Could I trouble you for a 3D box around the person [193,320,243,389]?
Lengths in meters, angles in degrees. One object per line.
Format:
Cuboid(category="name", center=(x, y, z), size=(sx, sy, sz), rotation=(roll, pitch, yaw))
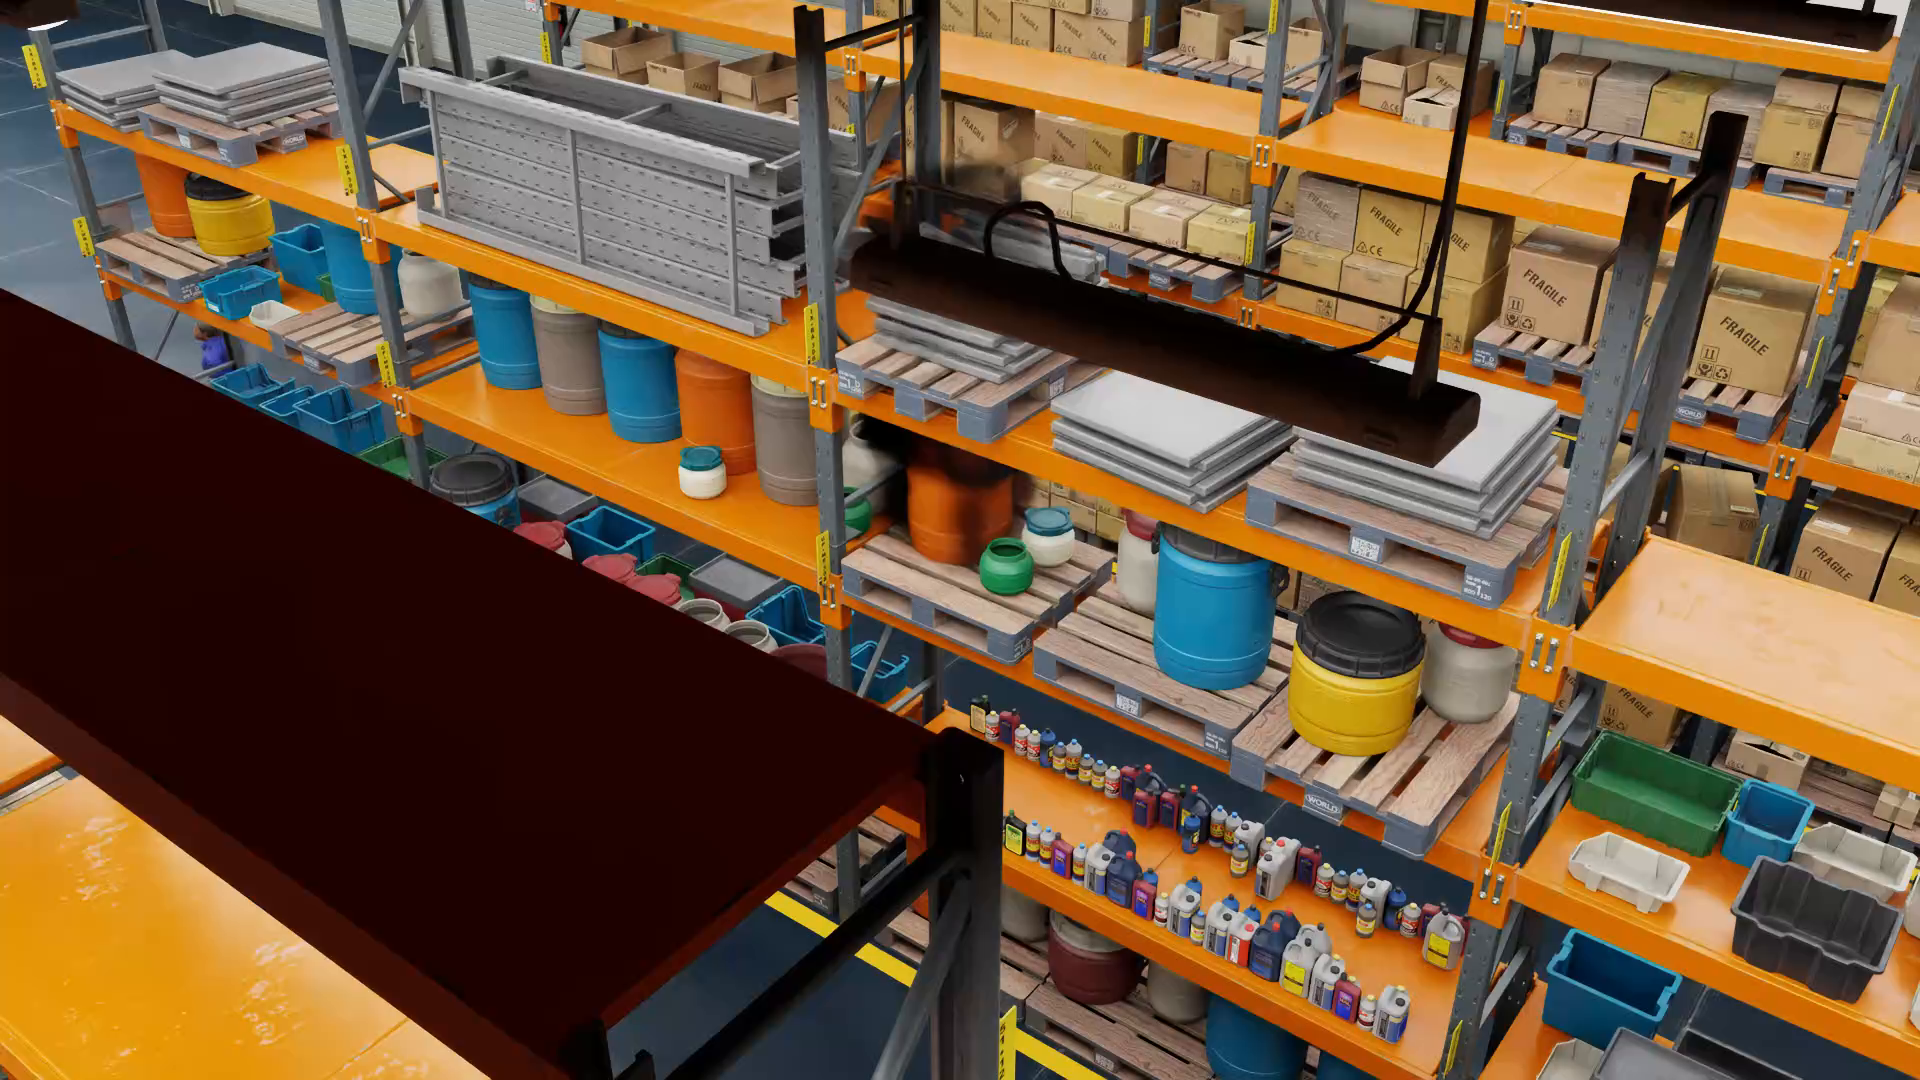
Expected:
Cuboid(category="person", center=(-7.122, -1.433, 16.095), size=(0.590, 1.581, 0.613), rotation=(-6, 32, -10))
